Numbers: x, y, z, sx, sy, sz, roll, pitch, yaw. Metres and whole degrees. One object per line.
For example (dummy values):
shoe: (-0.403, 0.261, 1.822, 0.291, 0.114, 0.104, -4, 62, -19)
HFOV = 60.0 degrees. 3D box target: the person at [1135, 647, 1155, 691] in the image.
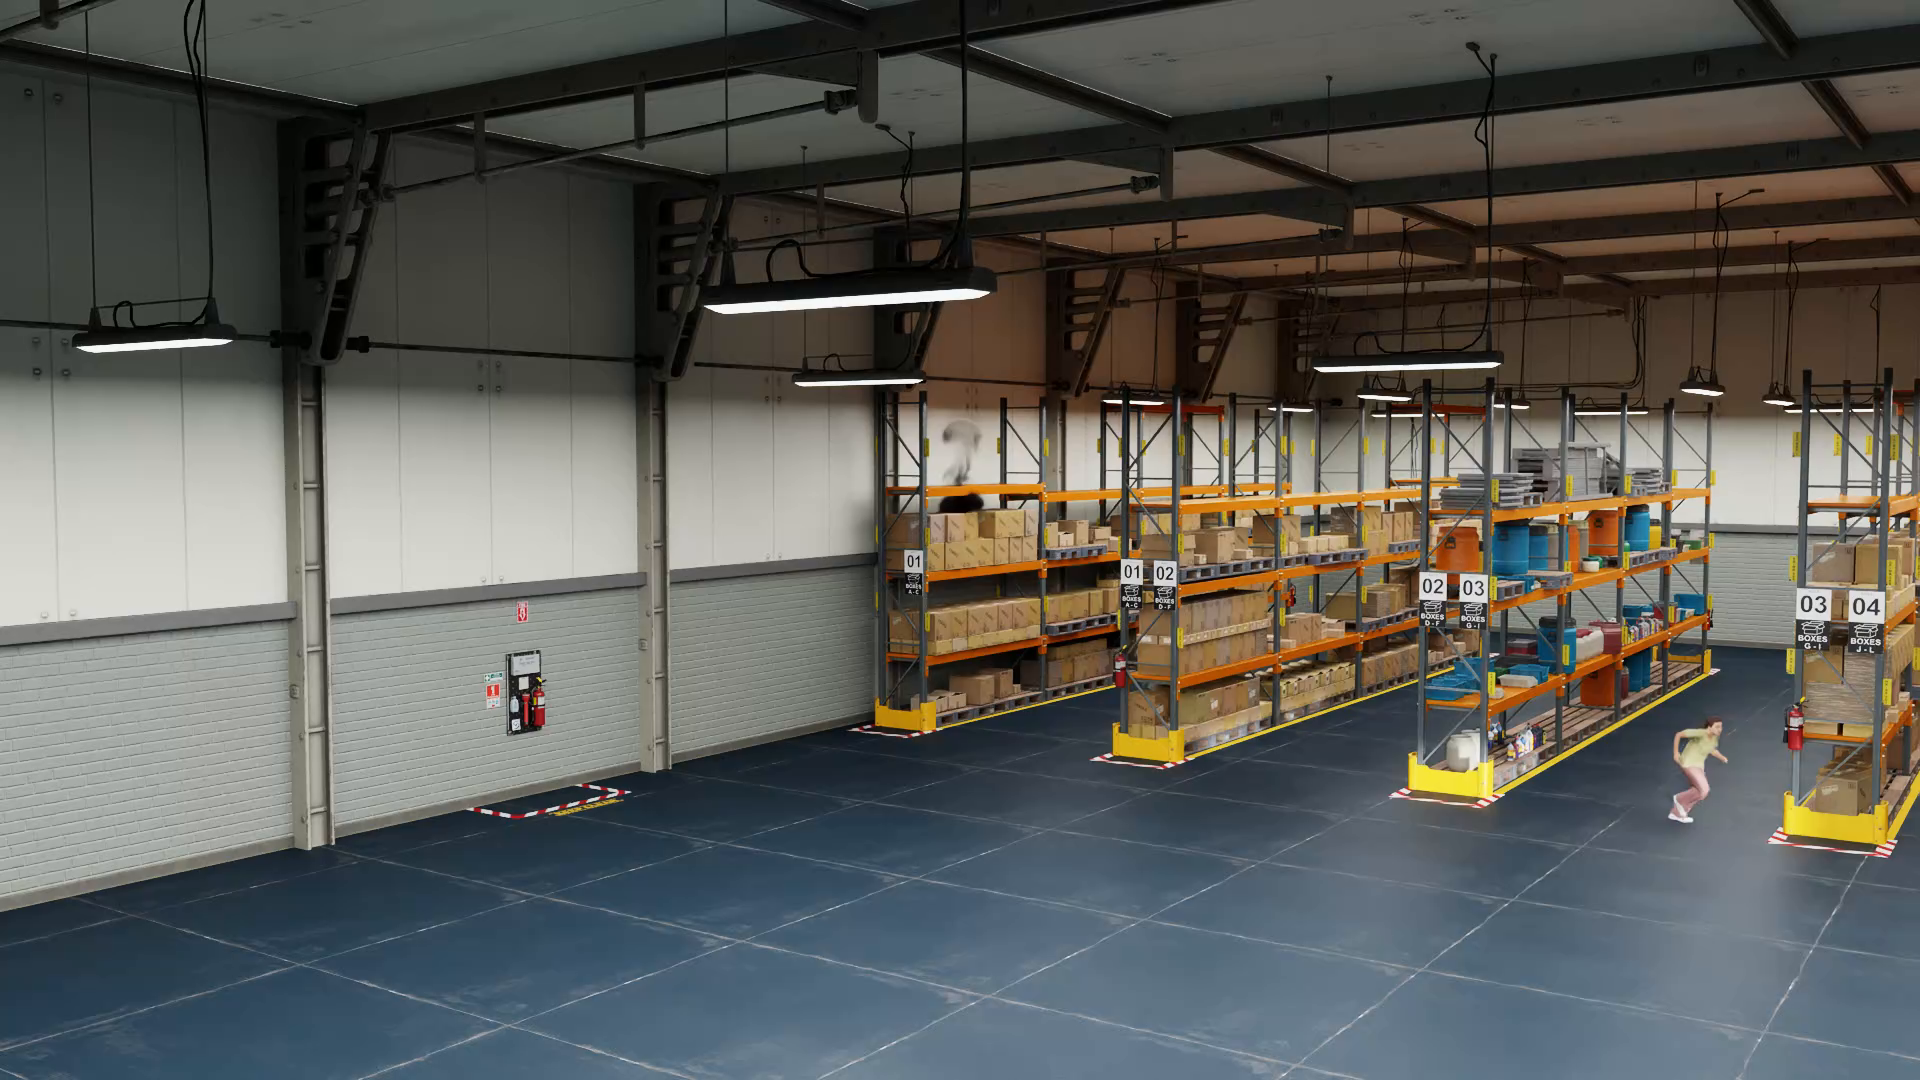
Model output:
person: (3.623, 2.419, 31.578, 0.625, 1.654, 0.723, 1, 3, 21)

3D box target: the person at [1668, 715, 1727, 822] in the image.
person: (9.725, 3.034, 21.984, 0.606, 1.503, 0.800, -2, 4, -29)
